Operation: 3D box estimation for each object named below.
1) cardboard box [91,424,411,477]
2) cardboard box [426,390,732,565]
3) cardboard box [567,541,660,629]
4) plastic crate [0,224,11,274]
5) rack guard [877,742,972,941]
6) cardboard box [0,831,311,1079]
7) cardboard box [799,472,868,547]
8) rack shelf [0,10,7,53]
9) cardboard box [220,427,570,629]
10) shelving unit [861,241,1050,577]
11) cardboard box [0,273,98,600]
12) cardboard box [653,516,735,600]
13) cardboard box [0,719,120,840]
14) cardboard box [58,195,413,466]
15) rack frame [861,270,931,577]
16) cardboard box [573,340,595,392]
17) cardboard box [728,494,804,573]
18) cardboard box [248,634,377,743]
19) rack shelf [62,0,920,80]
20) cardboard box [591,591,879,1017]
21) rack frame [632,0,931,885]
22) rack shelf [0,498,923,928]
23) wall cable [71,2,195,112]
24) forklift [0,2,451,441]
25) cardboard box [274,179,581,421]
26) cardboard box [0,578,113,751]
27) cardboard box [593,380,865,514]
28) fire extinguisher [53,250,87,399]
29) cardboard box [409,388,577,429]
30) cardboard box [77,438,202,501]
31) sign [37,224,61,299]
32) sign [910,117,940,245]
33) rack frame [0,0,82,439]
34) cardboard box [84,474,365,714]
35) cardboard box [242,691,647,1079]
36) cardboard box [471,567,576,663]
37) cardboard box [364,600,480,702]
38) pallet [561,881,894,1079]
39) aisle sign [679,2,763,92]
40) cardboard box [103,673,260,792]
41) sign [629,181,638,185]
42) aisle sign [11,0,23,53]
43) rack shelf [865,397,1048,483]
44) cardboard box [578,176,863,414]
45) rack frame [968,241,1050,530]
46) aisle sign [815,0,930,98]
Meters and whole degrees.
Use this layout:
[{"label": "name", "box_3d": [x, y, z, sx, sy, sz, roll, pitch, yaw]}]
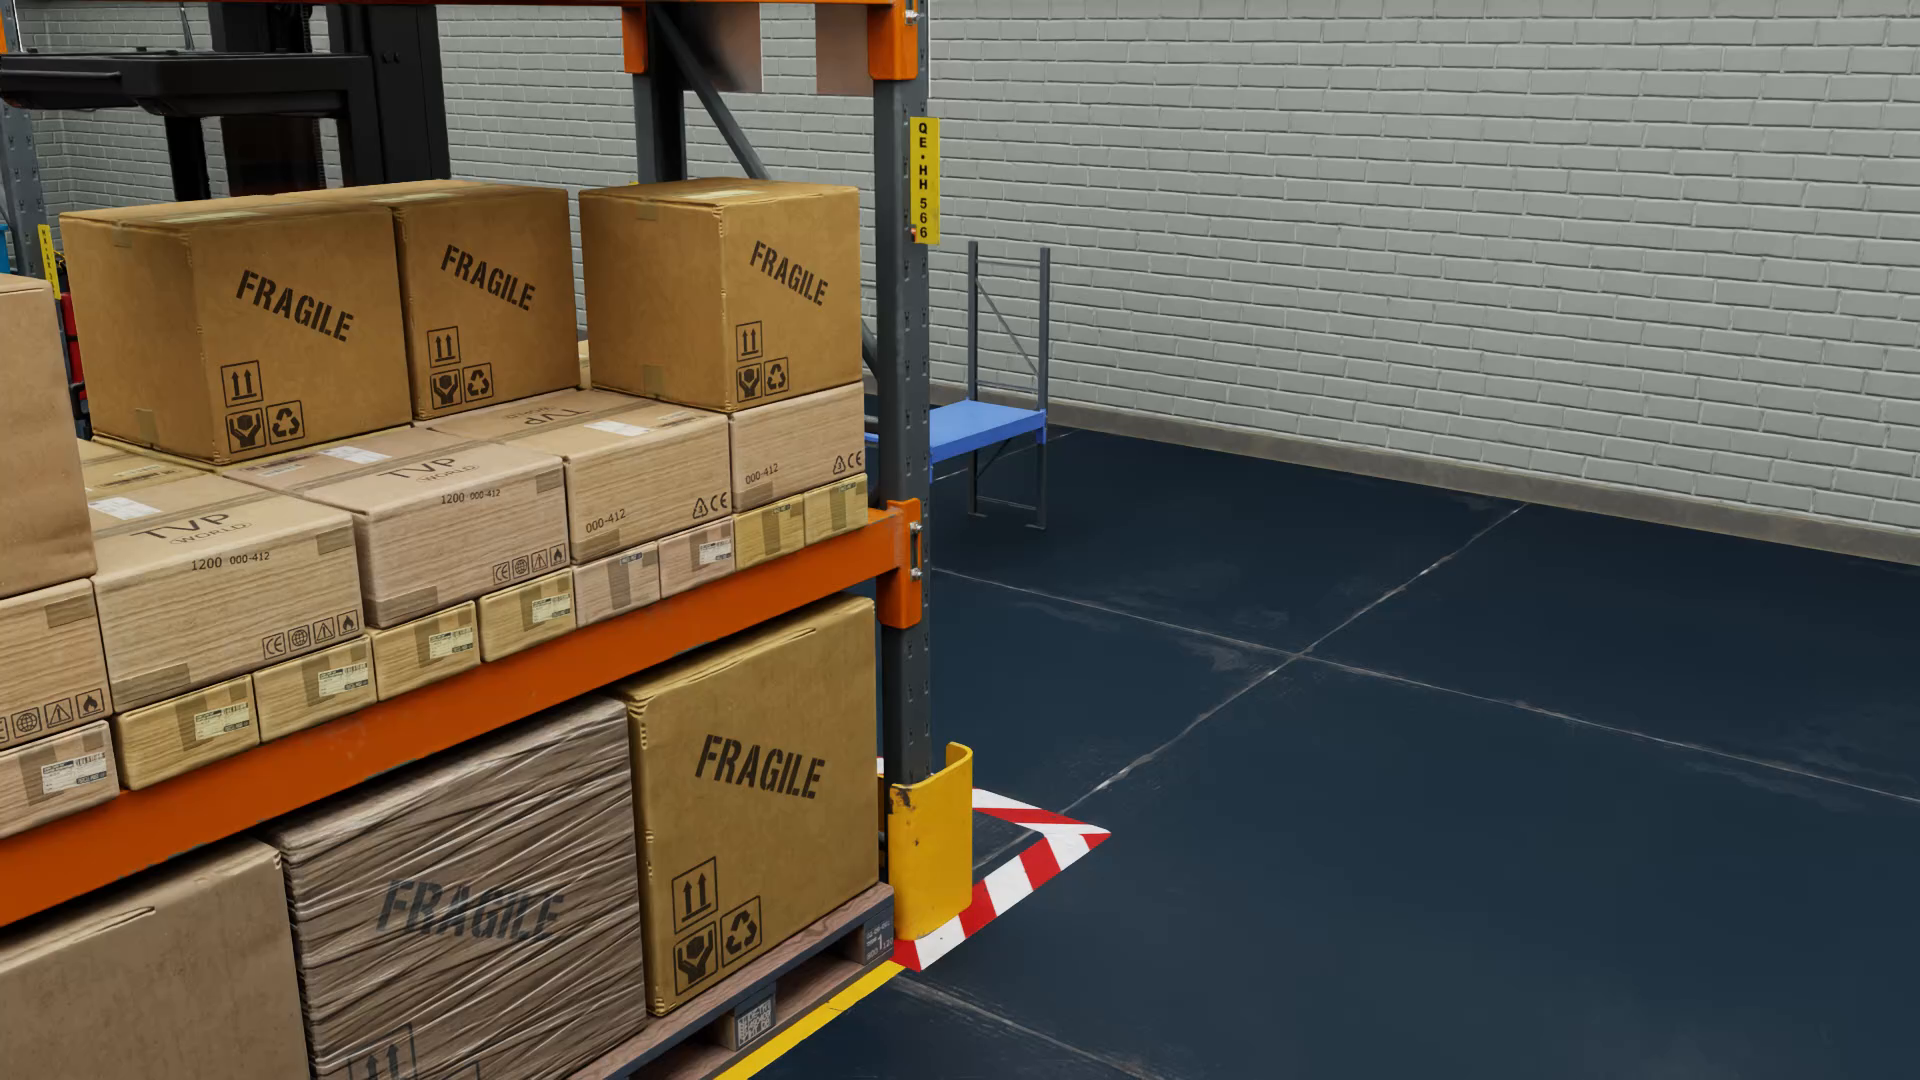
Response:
[{"label": "cardboard box", "box_3d": [-1.632, -0.136, 3.876, 0.500, 0.250, 0.500, 12, 21, 33]}, {"label": "cardboard box", "box_3d": [-0.901, -0.164, 3.965, 0.500, 0.250, 0.500, 12, 21, 34]}, {"label": "cardboard box", "box_3d": [-0.924, 0.068, 3.891, 0.380, 0.149, 0.250, 13, 21, 36]}, {"label": "plastic crate", "box_3d": [-4.549, -1.184, 7.339, 0.616, 0.435, 0.499, 12, 21, 35]}, {"label": "rack guard", "box_3d": [-0.508, 0.812, 5.287, 1.175, 0.500, 0.348, 12, 21, 35]}, {"label": "cardboard box", "box_3d": [-1.912, 1.033, 3.234, 0.875, 0.875, 0.875, 12, 21, 35]}, {"label": "cardboard box", "box_3d": [-0.470, -0.113, 4.475, 0.380, 0.149, 0.250, 13, 21, 36]}, {"label": "rack shelf", "box_3d": [-5.692, -1.864, 5.844, 1.077, 0.370, 4.000, 12, 21, 35]}, {"label": "cardboard box", "box_3d": [-1.203, -0.043, 3.574, 0.500, 0.250, 0.500, 12, 21, 33]}, {"label": "shelving unit", "box_3d": [-0.051, -0.696, 8.456, 0.538, 1.500, 1.048, 12, 21, 35]}, {"label": "cardboard box", "box_3d": [-1.809, -0.162, 2.694, 0.500, 0.500, 0.500, 12, 21, 33]}, {"label": "cardboard box", "box_3d": [-0.775, 0.009, 4.081, 0.380, 0.149, 0.250, 12, 21, 35]}, {"label": "cardboard box", "box_3d": [-1.690, 0.376, 2.899, 0.380, 0.149, 0.250, 13, 21, 35]}, {"label": "cardboard box", "box_3d": [-1.627, -0.495, 3.766, 0.500, 0.500, 0.500, 12, 21, 33]}, {"label": "rack frame", "box_3d": [-0.354, -0.575, 8.066, 0.500, 1.500, 0.032, 12, 21, 35]}, {"label": "cardboard box", "box_3d": [-1.025, -0.380, 4.662, 0.500, 0.250, 0.500, 12, 21, 33]}, {"label": "cardboard box", "box_3d": [-0.623, -0.051, 4.274, 0.380, 0.149, 0.250, 13, 21, 35]}, {"label": "cardboard box", "box_3d": [-1.381, 0.251, 3.302, 0.380, 0.149, 0.250, 13, 21, 36]}, {"label": "rack shelf", "box_3d": [-1.714, -0.989, 3.026, 1.077, 0.370, 4.000, 12, 21, 35]}, {"label": "cardboard box", "box_3d": [-0.839, 0.604, 4.614, 0.875, 0.875, 0.875, 12, 21, 35]}, {"label": "rack frame", "box_3d": [-0.522, -0.376, 4.898, 1.000, 3.000, 0.127, 12, 21, 35]}, {"label": "rack shelf", "box_3d": [-1.714, 0.444, 3.471, 1.077, 0.370, 4.000, 12, 21, 35]}, {"label": "wall cable", "box_3d": [-8.799, -5.668, 17.059, 3.097, 2.526, 0.112, 12, 21, 35]}, {"label": "forklift", "box_3d": [-2.587, -0.651, 5.899, 1.130, 2.935, 3.031, 11, 20, 32]}, {"label": "cardboard box", "box_3d": [-1.323, -0.619, 4.167, 0.500, 0.500, 0.500, 12, 21, 33]}, {"label": "cardboard box", "box_3d": [-1.811, 0.198, 2.799, 0.500, 0.250, 0.500, 13, 22, 36]}, {"label": "cardboard box", "box_3d": [-0.598, -0.284, 4.353, 0.500, 0.250, 0.500, 12, 21, 34]}, {"label": "fire extinguisher", "box_3d": [-4.045, -0.992, 7.640, 0.296, 0.674, 0.183, 12, 21, 35]}, {"label": "cardboard box", "box_3d": [-1.329, -0.255, 4.259, 0.500, 0.250, 0.500, 12, 21, 34]}, {"label": "cardboard box", "box_3d": [-1.938, -0.011, 3.473, 0.500, 0.250, 0.500, 12, 21, 34]}, {"label": "sign", "box_3d": [-4.048, -1.236, 7.392, 0.100, 0.325, 0.005, 12, 21, 35]}, {"label": "sign", "box_3d": [-0.095, -0.943, 4.372, 0.100, 0.325, 0.005, 12, 21, 35]}, {"label": "rack frame", "box_3d": [-4.500, -1.252, 7.716, 1.000, 3.000, 0.127, 12, 21, 35]}, {"label": "cardboard box", "box_3d": [-1.511, 0.082, 3.172, 0.500, 0.250, 0.500, 12, 21, 35]}, {"label": "cardboard box", "box_3d": [-1.381, 0.821, 3.916, 0.875, 0.875, 0.875, 12, 21, 35]}, {"label": "cardboard box", "box_3d": [-1.077, 0.130, 3.691, 0.380, 0.149, 0.250, 12, 21, 33]}, {"label": "cardboard box", "box_3d": [-1.231, 0.192, 3.491, 0.380, 0.149, 0.250, 13, 21, 35]}, {"label": "pallet", "box_3d": [-0.936, 1.160, 4.654, 1.003, 0.211, 1.213, 12, 21, 35]}, {"label": "aisle sign", "box_3d": [-0.720, -1.688, 4.738, 0.394, 0.787, 0.004, 12, 21, 35]}, {"label": "cardboard box", "box_3d": [-1.535, 0.313, 3.101, 0.380, 0.149, 0.250, 12, 21, 33]}, {"label": "sign", "box_3d": [-0.964, -0.927, 5.078, 0.100, 0.325, 0.005, 12, 21, 35]}, {"label": "aisle sign", "box_3d": [-4.222, -2.458, 7.219, 0.394, 0.787, 0.004, 12, 21, 35]}, {"label": "rack shelf", "box_3d": [-0.051, -0.524, 8.509, 0.538, 0.185, 1.000, 12, 21, 35]}, {"label": "cardboard box", "box_3d": [-0.601, -0.642, 4.242, 0.500, 0.500, 0.500, 13, 21, 35]}, {"label": "rack frame", "box_3d": [0.252, -0.817, 8.846, 0.500, 1.500, 0.032, 12, 21, 35]}, {"label": "aisle sign", "box_3d": [-0.238, -1.582, 4.397, 0.394, 0.787, 0.004, 12, 21, 35]}]
